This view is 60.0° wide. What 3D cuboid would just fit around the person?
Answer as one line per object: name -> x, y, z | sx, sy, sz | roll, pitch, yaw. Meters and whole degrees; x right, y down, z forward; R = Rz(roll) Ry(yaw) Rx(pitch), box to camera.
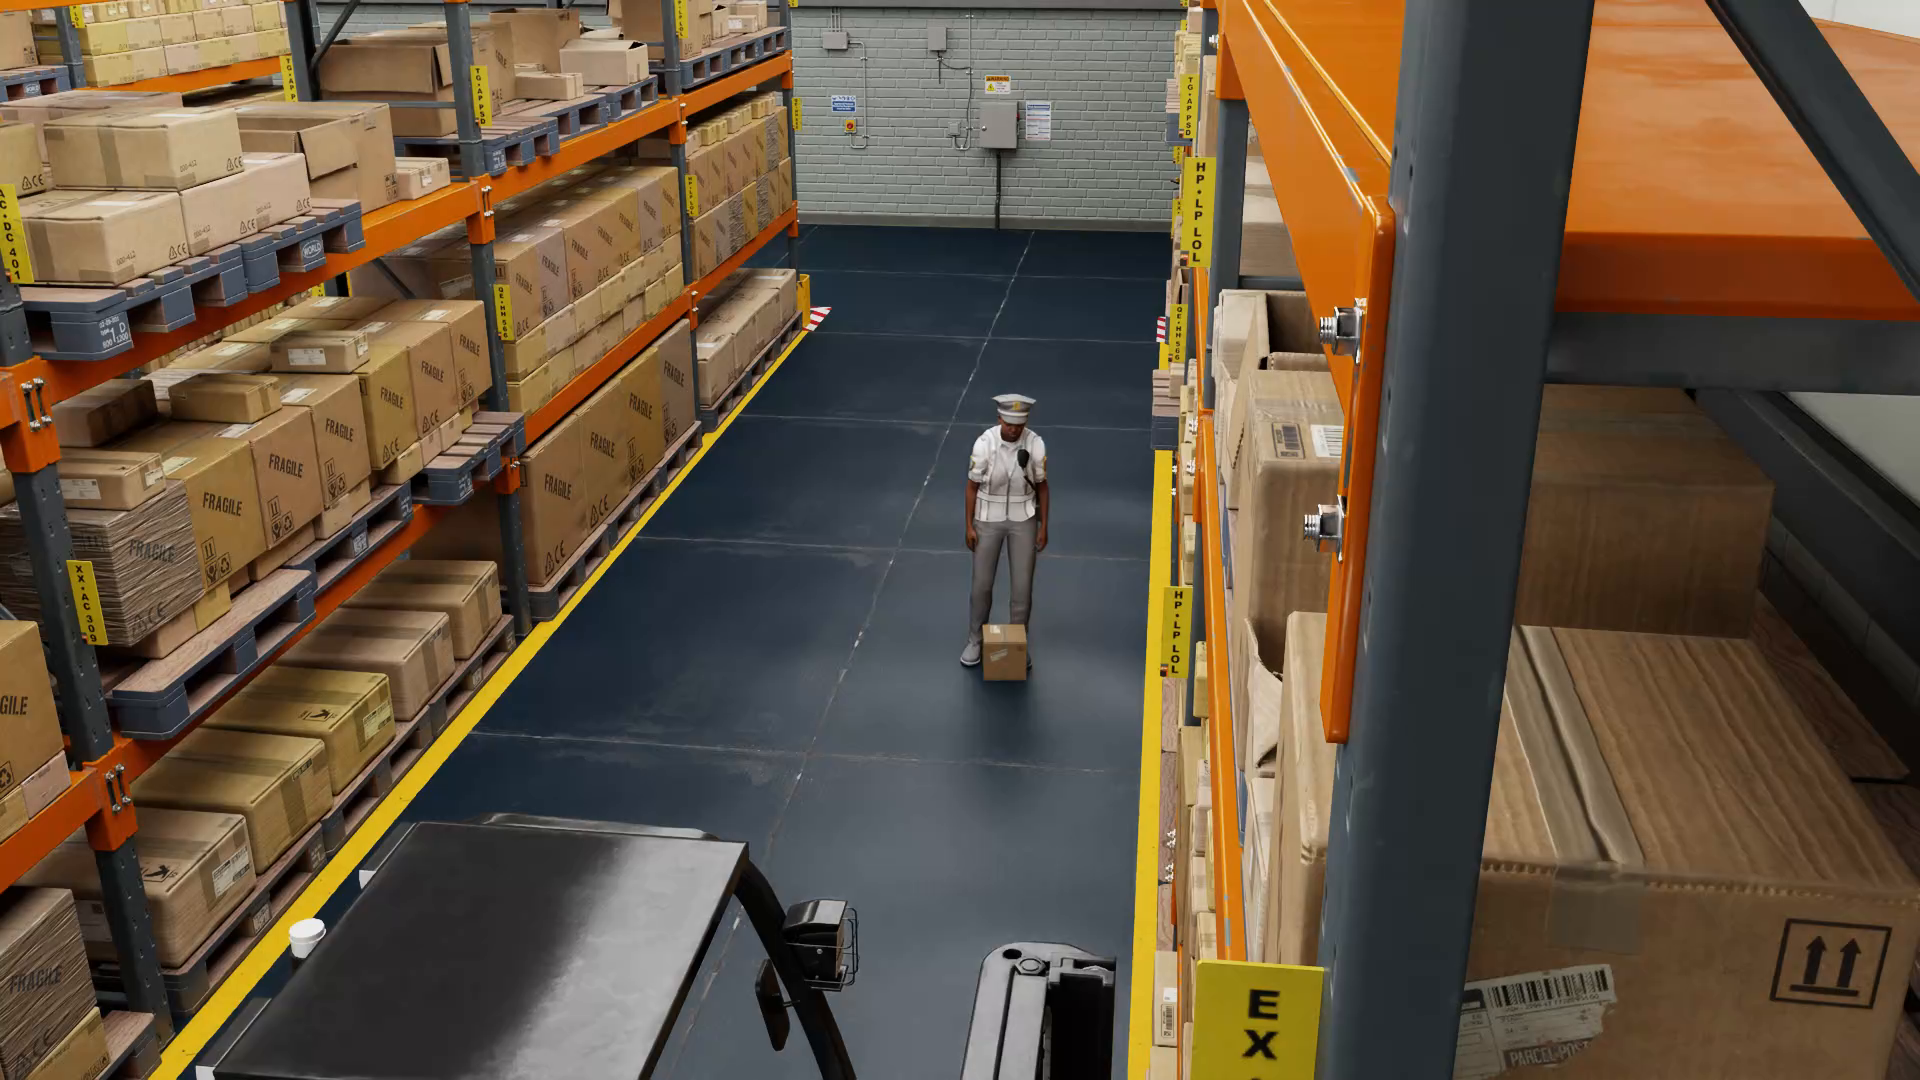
person -> 0.263, -0.067, 9.759 | 0.525, 1.658, 0.427 | -1, 21, -2
